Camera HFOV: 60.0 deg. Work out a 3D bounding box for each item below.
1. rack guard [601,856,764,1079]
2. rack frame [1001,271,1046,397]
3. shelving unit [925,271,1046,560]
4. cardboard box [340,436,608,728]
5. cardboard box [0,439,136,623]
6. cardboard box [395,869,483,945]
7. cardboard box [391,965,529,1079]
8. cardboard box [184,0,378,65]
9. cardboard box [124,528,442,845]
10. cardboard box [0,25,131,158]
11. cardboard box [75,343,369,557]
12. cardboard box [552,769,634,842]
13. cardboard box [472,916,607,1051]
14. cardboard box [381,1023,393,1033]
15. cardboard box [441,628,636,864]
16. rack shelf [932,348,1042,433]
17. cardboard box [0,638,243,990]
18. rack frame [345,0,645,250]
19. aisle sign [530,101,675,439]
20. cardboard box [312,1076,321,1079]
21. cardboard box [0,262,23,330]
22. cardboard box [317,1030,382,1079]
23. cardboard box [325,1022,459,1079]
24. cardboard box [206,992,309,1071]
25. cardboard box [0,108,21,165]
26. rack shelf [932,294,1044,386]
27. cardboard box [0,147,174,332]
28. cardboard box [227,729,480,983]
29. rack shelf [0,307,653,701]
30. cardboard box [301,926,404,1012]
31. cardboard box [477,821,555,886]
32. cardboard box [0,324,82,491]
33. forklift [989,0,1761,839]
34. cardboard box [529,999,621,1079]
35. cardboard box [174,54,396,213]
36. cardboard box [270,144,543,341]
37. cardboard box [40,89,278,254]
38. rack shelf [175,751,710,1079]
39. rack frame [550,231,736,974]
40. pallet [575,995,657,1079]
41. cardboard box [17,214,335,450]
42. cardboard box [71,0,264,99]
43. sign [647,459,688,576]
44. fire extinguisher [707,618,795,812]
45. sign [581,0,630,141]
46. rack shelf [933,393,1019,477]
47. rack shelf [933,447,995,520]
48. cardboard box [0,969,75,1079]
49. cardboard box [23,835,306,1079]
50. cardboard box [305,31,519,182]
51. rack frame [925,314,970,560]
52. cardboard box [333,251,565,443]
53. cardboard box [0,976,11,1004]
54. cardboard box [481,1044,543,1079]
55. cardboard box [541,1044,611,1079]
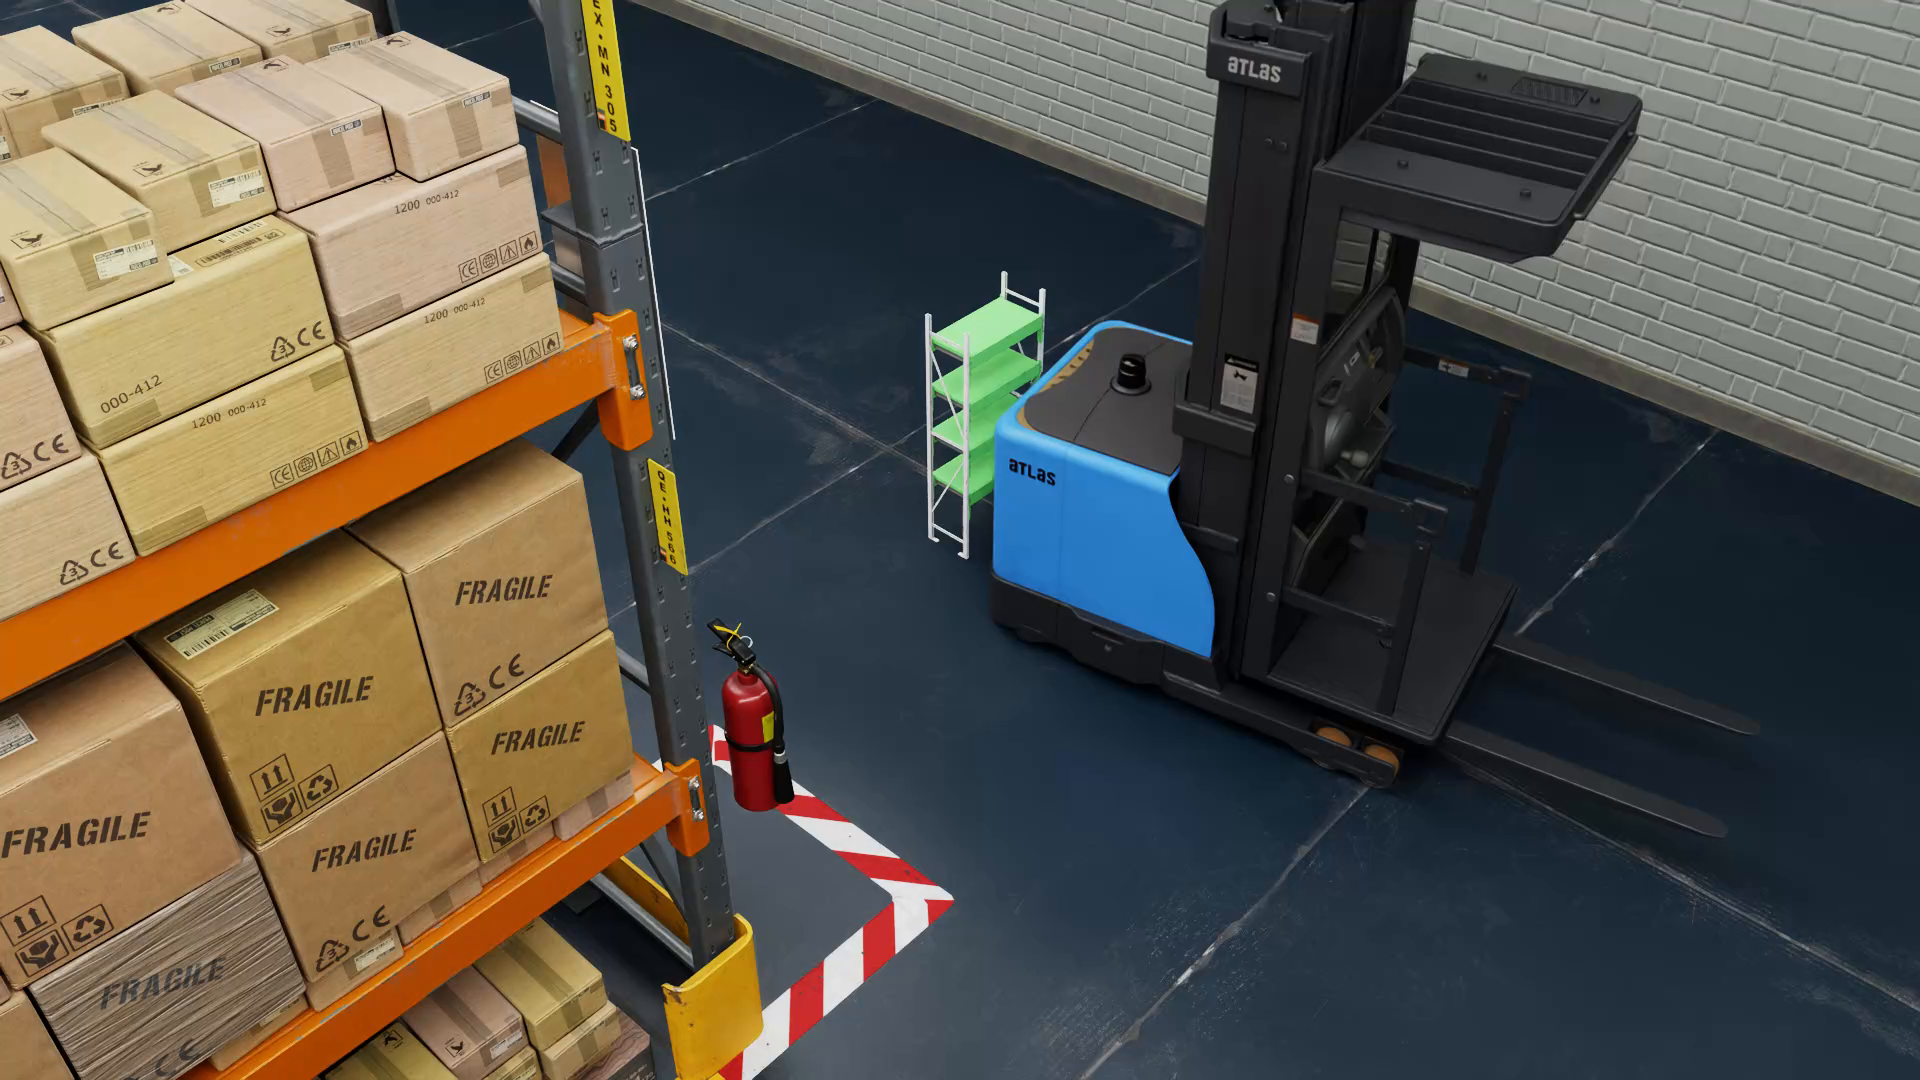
[{"bbox_3d":[-1.189,1.293,5.722,1.175,0.500,0.348,30,47,32],"label":"rack guard"},{"bbox_3d":[0.276,-0.658,7.613,0.240,1.200,0.015,30,47,32],"label":"rack frame"},{"bbox_3d":[0.112,-0.546,7.472,0.258,1.200,0.503,30,47,32],"label":"shelving unit"},{"bbox_3d":[-1.263,0.048,4.157,0.500,0.500,0.500,29,47,31],"label":"cardboard box"},{"bbox_3d":[-1.933,-0.056,3.120,0.500,0.250,0.500,32,48,34],"label":"cardboard box"},{"bbox_3d":[-1.503,0.867,4.452,0.380,0.149,0.250,29,47,31],"label":"cardboard box"},{"bbox_3d":[-1.520,1.439,5.005,0.380,0.149,0.250,31,48,33],"label":"cardboard box"},{"bbox_3d":[-1.525,-1.134,3.754,0.380,0.149,0.250,29,47,32],"label":"cardboard box"},{"bbox_3d":[-1.605,0.280,3.865,0.500,0.500,0.500,28,46,31],"label":"cardboard box"},{"bbox_3d":[-1.947,-0.930,3.498,0.380,0.149,0.250,30,47,32],"label":"cardboard box"},{"bbox_3d":[-1.588,-0.278,3.400,0.500,0.250,0.500,30,47,32],"label":"cardboard box"},{"bbox_3d":[-1.149,0.647,4.729,0.380,0.149,0.250,30,47,32],"label":"cardboard box"},{"bbox_3d":[-1.308,1.348,5.120,0.380,0.149,0.250,30,47,32],"label":"cardboard box"},{"bbox_3d":[-1.844,1.492,5.416,0.380,0.149,0.250,29,47,32],"label":"cardboard box"},{"bbox_3d":[-1.251,0.439,4.469,0.500,0.500,0.500,31,48,33],"label":"cardboard box"},{"bbox_3d":[0.112,-0.684,7.363,0.258,0.148,0.480,30,47,32],"label":"rack shelf"},{"bbox_3d":[-1.949,0.523,3.559,0.500,0.500,0.500,-32,48,-33],"label":"cardboard box"},{"bbox_3d":[-1.138,-2.068,3.121,1.000,3.000,0.127,30,47,32],"label":"rack frame"},{"bbox_3d":[-0.867,-0.645,4.063,0.394,0.787,0.004,30,47,32],"label":"aisle sign"},{"bbox_3d":[-1.822,1.704,4.672,0.380,0.149,0.250,28,46,30],"label":"cardboard box"},{"bbox_3d":[-1.870,-0.463,2.910,0.380,0.149,0.250,29,47,31],"label":"cardboard box"},{"bbox_3d":[-2.007,1.500,5.168,0.380,0.149,0.250,30,47,32],"label":"cardboard box"},{"bbox_3d":[-1.601,1.612,4.788,0.380,0.149,0.250,29,47,31],"label":"cardboard box"},{"bbox_3d":[-1.857,1.102,4.155,0.380,0.149,0.250,27,46,30],"label":"cardboard box"},{"bbox_3d":[-2.111,-0.819,3.358,0.380,0.149,0.250,30,48,32],"label":"cardboard box"},{"bbox_3d":[0.112,-0.871,7.213,0.258,0.148,0.480,30,47,32],"label":"rack shelf"},{"bbox_3d":[-1.655,-0.554,3.025,0.380,0.149,0.250,30,48,32],"label":"cardboard box"},{"bbox_3d":[-1.602,0.673,4.174,0.500,0.500,0.500,29,47,31],"label":"cardboard box"},{"bbox_3d":[-2.487,0.306,3.123,1.077,0.370,4.000,30,47,32],"label":"rack shelf"},{"bbox_3d":[-1.658,0.994,4.292,0.380,0.149,0.250,31,48,33],"label":"cardboard box"},{"bbox_3d":[-1.345,0.745,4.605,0.380,0.149,0.250,30,47,32],"label":"cardboard box"},{"bbox_3d":[-1.952,-0.243,2.954,0.500,0.250,0.500,30,48,32],"label":"cardboard box"},{"bbox_3d":[1.652,-0.556,6.094,3.031,2.935,1.130,21,43,24],"label":"forklift"},{"bbox_3d":[-1.283,1.477,5.196,0.380,0.149,0.250,28,46,31],"label":"cardboard box"},{"bbox_3d":[-1.368,-0.830,3.372,0.380,0.149,0.250,30,48,32],"label":"cardboard box"},{"bbox_3d":[-1.261,-0.713,3.545,0.500,0.250,0.500,28,46,31],"label":"cardboard box"},{"bbox_3d":[-1.556,-0.721,3.235,0.380,0.149,0.250,28,46,31],"label":"cardboard box"},{"bbox_3d":[-2.487,1.480,4.056,1.077,0.370,4.000,30,47,32],"label":"rack shelf"},{"bbox_3d":[-1.138,0.280,4.988,1.000,3.000,0.127,30,47,32],"label":"rack frame"},{"bbox_3d":[-1.763,1.765,5.361,1.003,0.211,1.213,30,47,32],"label":"pallet"},{"bbox_3d":[-1.605,-0.477,3.249,0.500,0.250,0.500,28,46,31],"label":"cardboard box"},{"bbox_3d":[-1.710,-1.024,3.617,0.380,0.149,0.250,32,48,33],"label":"cardboard box"},{"bbox_3d":[-0.742,-0.055,4.225,0.100,0.325,0.005,30,47,32],"label":"sign"},{"bbox_3d":[-0.627,0.534,5.030,0.296,0.674,0.183,30,47,32],"label":"fire extinguisher"},{"bbox_3d":[-0.742,-0.998,3.474,0.100,0.325,0.005,30,47,32],"label":"sign"},{"bbox_3d":[0.112,-0.496,7.512,0.258,0.148,0.480,30,47,32],"label":"rack shelf"},{"bbox_3d":[0.112,-0.308,7.661,0.258,0.148,0.480,30,47,32],"label":"rack shelf"},{"bbox_3d":[-2.281,1.135,3.593,0.500,0.500,0.500,-32,48,-33],"label":"cardboard box"},{"bbox_3d":[-1.937,0.910,3.876,0.500,0.500,0.500,30,47,32],"label":"cardboard box"},{"bbox_3d":[-1.145,-0.911,3.474,0.380,0.149,0.250,29,47,32],"label":"cardboard box"},{"bbox_3d":[-0.053,-0.434,7.331,0.240,1.200,0.015,30,47,32],"label":"rack frame"},{"bbox_3d":[-1.249,-0.515,3.699,0.500,0.250,0.500,29,47,31],"label":"cardboard box"},{"bbox_3d":[-2.303,0.767,3.252,0.500,0.500,0.500,28,46,31],"label":"cardboard box"},{"bbox_3d":[-1.499,1.575,5.074,0.380,0.149,0.250,28,47,31],"label":"cardboard box"},{"bbox_3d":[-1.339,1.561,5.330,0.380,0.149,0.250,30,48,33],"label":"cardboard box"}]
